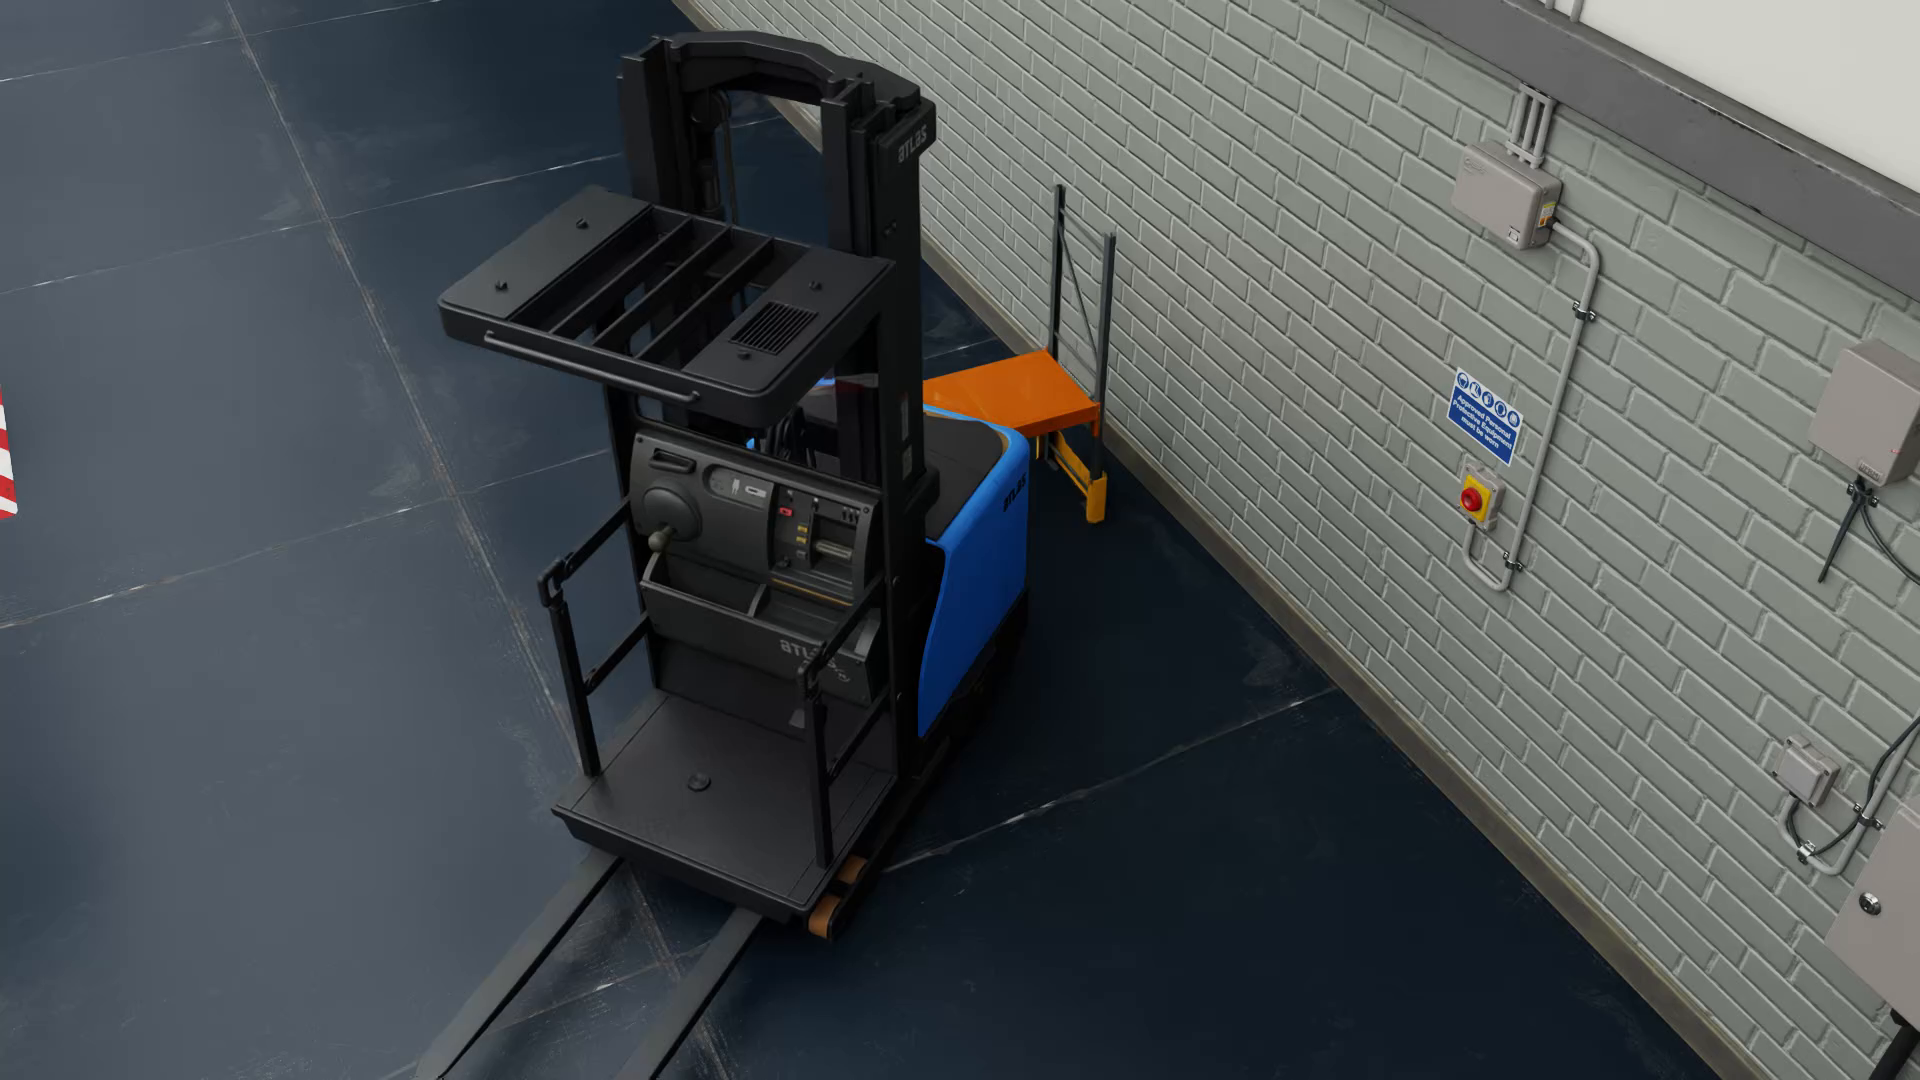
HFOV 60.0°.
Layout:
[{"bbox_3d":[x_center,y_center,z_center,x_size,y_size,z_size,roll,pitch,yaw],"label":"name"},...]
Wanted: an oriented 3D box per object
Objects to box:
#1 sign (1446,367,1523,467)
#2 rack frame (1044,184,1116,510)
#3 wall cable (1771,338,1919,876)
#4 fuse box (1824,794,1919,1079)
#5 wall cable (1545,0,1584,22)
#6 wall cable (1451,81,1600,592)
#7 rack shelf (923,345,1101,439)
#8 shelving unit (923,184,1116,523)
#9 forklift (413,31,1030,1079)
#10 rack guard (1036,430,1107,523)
[{"bbox_3d":[1.798,-0.424,5.709,0.001,0.218,0.327,-19,44,-21],"label":"sign"},{"bbox_3d":[0.531,-0.833,7.562,0.032,1.500,0.500,-16,43,-19],"label":"rack frame"},{"bbox_3d":[2.431,0.147,4.457,0.122,1.984,0.588,-19,44,-21],"label":"wall cable"},{"bbox_3d":[2.607,1.464,4.685,0.414,1.711,0.539,-19,44,-21],"label":"fuse box"},{"bbox_3d":[1.691,-2.727,3.996,0.029,3.000,0.463,-19,44,-21],"label":"wall cable"},{"bbox_3d":[1.766,-0.674,5.403,0.123,1.953,0.585,-19,44,-21],"label":"wall cable"},{"bbox_3d":[0.069,-0.559,7.517,1.000,0.185,0.538,-16,43,-19],"label":"rack shelf"},{"bbox_3d":[0.077,-0.699,7.403,1.083,1.500,0.587,-16,43,-19],"label":"shelving unit"},{"bbox_3d":[-0.803,-0.002,5.473,1.130,2.935,3.031,17,43,19],"label":"forklift"},{"bbox_3d":[0.530,-0.355,7.965,0.087,0.250,0.587,-16,43,-19],"label":"rack guard"}]
